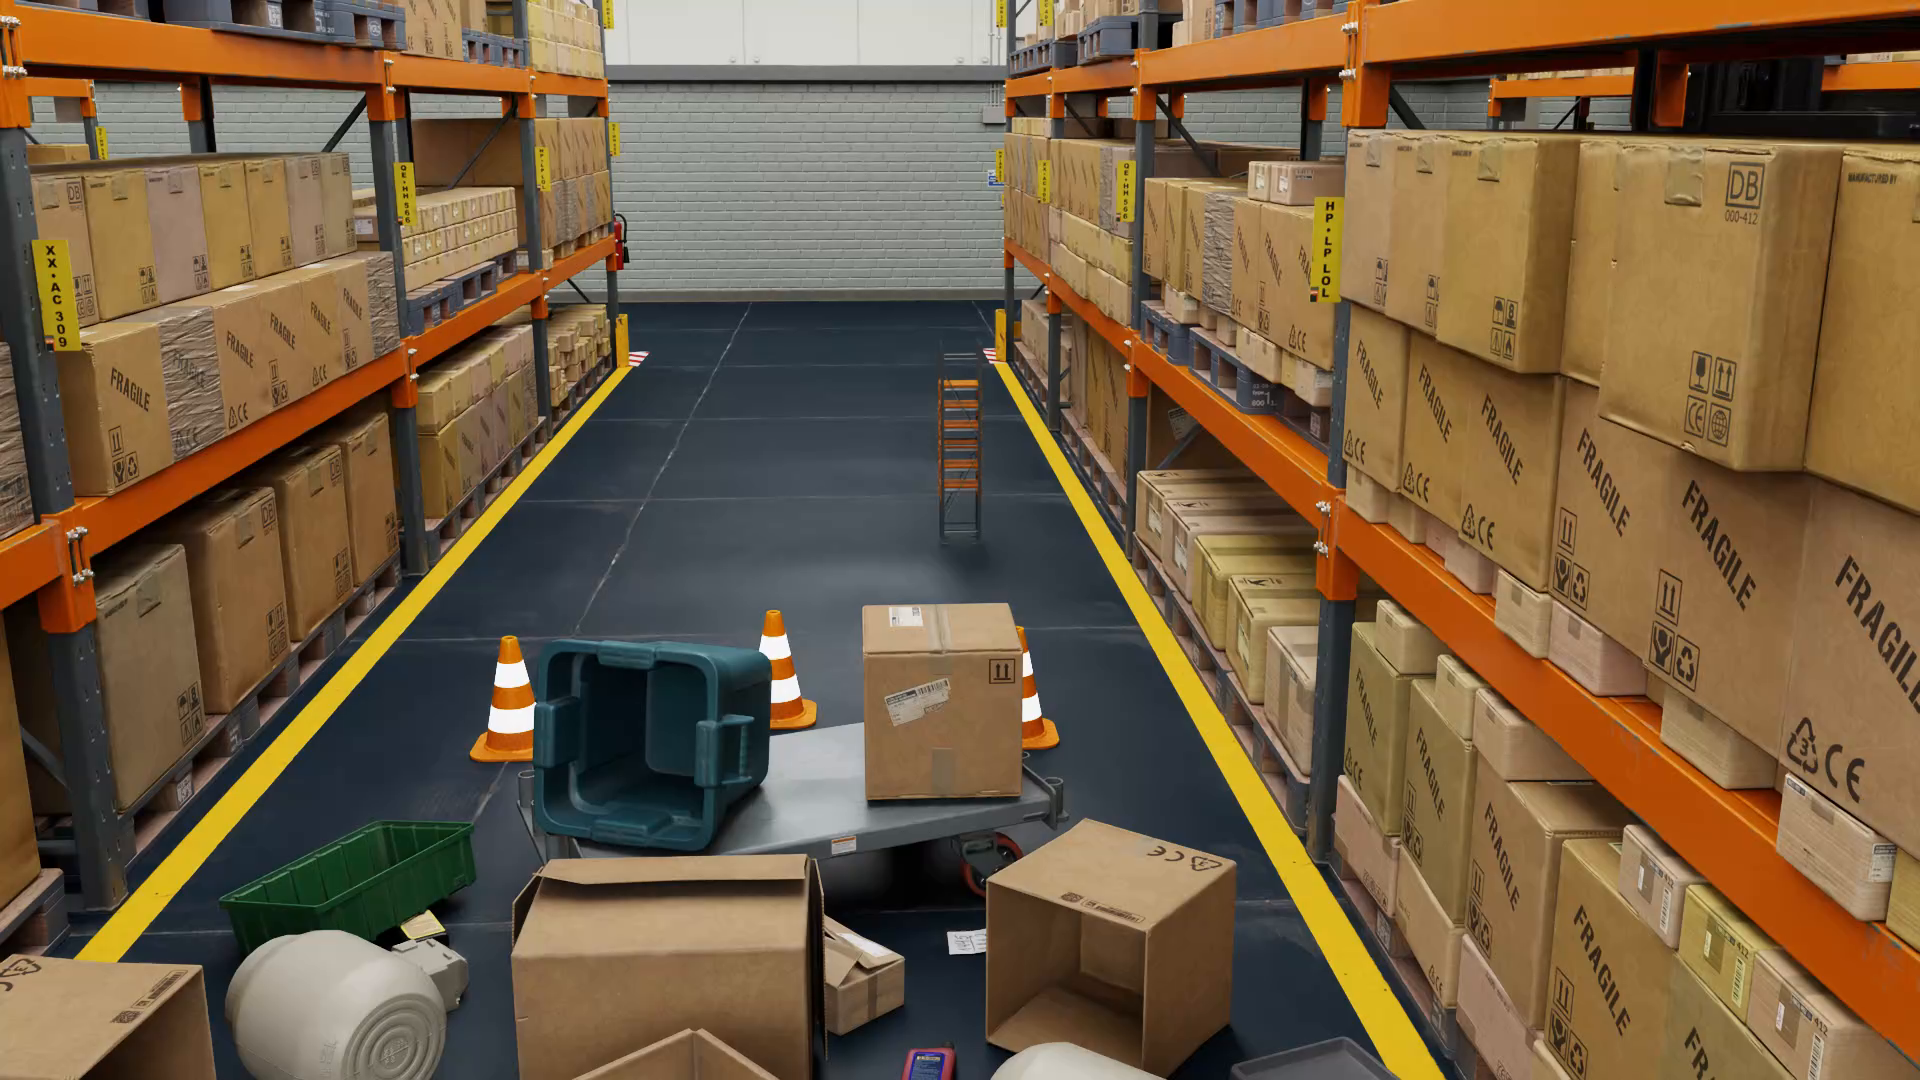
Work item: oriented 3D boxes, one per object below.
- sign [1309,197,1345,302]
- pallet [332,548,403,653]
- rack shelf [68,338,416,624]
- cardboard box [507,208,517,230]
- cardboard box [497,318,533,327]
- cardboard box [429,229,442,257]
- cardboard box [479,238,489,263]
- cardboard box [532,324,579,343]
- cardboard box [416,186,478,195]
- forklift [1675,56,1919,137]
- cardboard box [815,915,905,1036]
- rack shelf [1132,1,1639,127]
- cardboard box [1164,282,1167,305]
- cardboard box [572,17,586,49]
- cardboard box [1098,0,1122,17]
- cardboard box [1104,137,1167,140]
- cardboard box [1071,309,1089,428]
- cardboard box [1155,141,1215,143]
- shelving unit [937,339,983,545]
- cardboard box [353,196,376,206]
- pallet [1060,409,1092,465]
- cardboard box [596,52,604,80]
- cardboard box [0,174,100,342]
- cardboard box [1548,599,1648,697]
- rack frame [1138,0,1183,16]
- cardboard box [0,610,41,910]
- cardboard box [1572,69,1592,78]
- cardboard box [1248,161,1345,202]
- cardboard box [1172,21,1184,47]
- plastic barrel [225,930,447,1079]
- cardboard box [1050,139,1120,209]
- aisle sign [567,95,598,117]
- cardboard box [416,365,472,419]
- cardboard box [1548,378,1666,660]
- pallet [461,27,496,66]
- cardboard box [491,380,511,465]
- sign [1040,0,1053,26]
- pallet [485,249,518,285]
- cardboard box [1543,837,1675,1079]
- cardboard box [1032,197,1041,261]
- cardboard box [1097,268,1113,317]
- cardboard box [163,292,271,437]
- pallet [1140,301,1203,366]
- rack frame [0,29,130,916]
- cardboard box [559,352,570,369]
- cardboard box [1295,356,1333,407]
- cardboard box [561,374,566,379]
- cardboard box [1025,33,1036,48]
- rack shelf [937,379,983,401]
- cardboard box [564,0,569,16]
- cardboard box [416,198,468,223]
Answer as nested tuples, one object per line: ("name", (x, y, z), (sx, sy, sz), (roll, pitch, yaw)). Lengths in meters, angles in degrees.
("sign", (1.155, -0.909, 5.217), (0.100, 0.325, 0.005), (-1, 14, -3))
("pallet", (-3.500, 0.297, 8.450), (1.003, 0.211, 1.213), (-1, 14, -3))
("rack shelf", (-3.350, -0.405, 7.026), (1.077, 0.370, 4.000), (-1, 14, -3))
("cardboard box", (-3.500, -2.376, 12.305), (0.380, 0.149, 0.250), (0, 14, -2))
("cardboard box", (-4.145, -1.955, 15.290), (0.380, 0.149, 0.250), (0, 14, -1))
("cardboard box", (-3.358, -1.797, 10.054), (0.380, 0.149, 0.250), (-1, 14, -3))
("cardboard box", (-3.431, -1.974, 11.340), (0.380, 0.149, 0.250), (-2, 15, -6))
("cardboard box", (-3.607, -1.835, 14.822), (0.380, 0.149, 0.250), (-1, 14, -3))
("cardboard box", (-4.034, -2.554, 13.137), (0.500, 0.500, 0.500), (-1, 14, -3))
("forklift", (3.846, -0.858, 7.480), (1.130, 2.935, 3.031), (-10, 17, -33))
("cardboard box", (-0.383, 1.202, 4.822), (0.258, 0.266, 0.396), (-13, 20, -42))
("rack shelf", (1.584, -1.960, 7.047), (1.077, 0.370, 4.000), (-1, 14, -3))
("cardboard box", (1.279, -1.280, 8.643), (0.380, 0.149, 0.250), (-2, 15, -7))
("cardboard box", (-3.625, -4.498, 14.765), (0.500, 0.250, 0.500), (-1, 14, -3))
("cardboard box", (1.209, -3.300, 9.771), (0.700, 0.500, 0.500), (-2, 15, -6))
("cardboard box", (1.425, -3.002, 13.468), (0.500, 0.500, 0.500), (-1, 14, -3))
("cardboard box", (1.331, -1.369, 12.748), (0.875, 0.875, 0.875), (0, 14, -2))
("cardboard box", (1.542, -2.518, 11.586), (0.500, 0.500, 0.500), (0, 14, -2))
("shelving unit", (0.001, -0.577, 9.863), (0.258, 1.200, 0.189), (-1, 14, -3))
("cardboard box", (-4.075, -2.189, 10.983), (0.380, 0.149, 0.250), (0, 14, -1))
("pallet", (1.336, -0.806, 12.737), (1.003, 0.211, 1.213), (-1, 14, -3))
("cardboard box", (-3.677, -4.512, 15.823), (0.500, 0.250, 0.500), (-1, 14, -5))
("cardboard box", (-3.263, -0.912, 5.346), (0.700, 0.500, 0.500), (-1, 14, -4))
("cardboard box", (1.521, 0.228, 3.626), (0.380, 0.149, 0.250), (-1, 14, -4))
("rack frame", (1.460, -4.258, 8.517), (1.000, 3.000, 0.127), (-1, 14, -3))
("cardboard box", (-3.257, 0.727, 4.603), (0.875, 0.875, 0.875), (-1, 14, -3))
("cardboard box", (5.725, -4.223, 14.906), (0.380, 0.149, 0.250), (-1, 14, -2))
("cardboard box", (1.358, -1.418, 6.577), (0.380, 0.149, 0.250), (-2, 15, -6))
("cardboard box", (1.310, -2.603, 8.607), (0.380, 0.149, 0.250), (-1, 14, -3))
("plastic barrel", (-1.625, 1.250, 4.320), (0.512, 0.421, 0.421), (10, 18, 35))
("cardboard box", (0.953, -2.766, 12.551), (0.500, 0.500, 0.500), (-1, 14, -3))
("aisle sign", (-3.675, -4.523, 16.367), (0.394, 0.787, 0.004), (-1, 14, -3))
("cardboard box", (-3.306, -0.908, 10.206), (0.500, 0.250, 0.500), (-1, 14, -4))
("cardboard box", (1.581, -0.062, 3.449), (0.500, 0.500, 0.500), (-1, 14, -3))
("pallet", (-3.722, -3.195, 10.780), (1.213, 0.211, 1.003), (-1, 14, -3))
("cardboard box", (-3.365, -0.803, 11.303), (0.500, 0.500, 0.500), (-1, 14, -5))
("sign", (0.659, -4.080, 12.648), (0.100, 0.325, 0.005), (-1, 14, -3))
("pallet", (-3.819, -1.961, 12.012), (1.003, 0.211, 1.213), (-1, 14, -3))
("cardboard box", (1.586, 0.951, 3.479), (0.500, 0.500, 0.500), (-1, 14, -5))
("cardboard box", (0.891, -2.635, 14.048), (0.500, 0.500, 0.500), (-1, 14, -5))
("cardboard box", (1.123, -1.529, 10.249), (0.500, 0.250, 0.500), (-1, 14, -2))
("cardboard box", (-3.050, -0.690, 6.486), (0.500, 0.500, 0.500), (-1, 14, -4))
("pallet", (1.611, -1.084, 8.606), (1.213, 0.211, 1.003), (-1, 14, -3))
("rack frame", (-3.226, -0.256, 5.003), (1.000, 3.000, 0.127), (-1, 14, -3))
("cardboard box", (-3.588, -1.565, 14.372), (0.380, 0.149, 0.250), (0, 14, -1))
("cardboard box", (1.401, -0.563, 5.857), (0.380, 0.149, 0.250), (-1, 14, -3))
("cardboard box", (-3.507, -1.291, 13.904), (0.380, 0.149, 0.250), (-1, 14, -4))
("cardboard box", (0.803, -4.651, 15.524), (0.380, 0.149, 0.250), (0, 14, -1))
("rack shelf", (0.001, -0.883, 9.784), (0.258, 0.103, 0.180), (-1, 14, -3))
("cardboard box", (-3.582, -4.595, 14.343), (0.380, 0.149, 0.250), (-1, 14, -5))
("cardboard box", (-3.404, -2.128, 10.744), (0.380, 0.149, 0.250), (-1, 14, -4))
